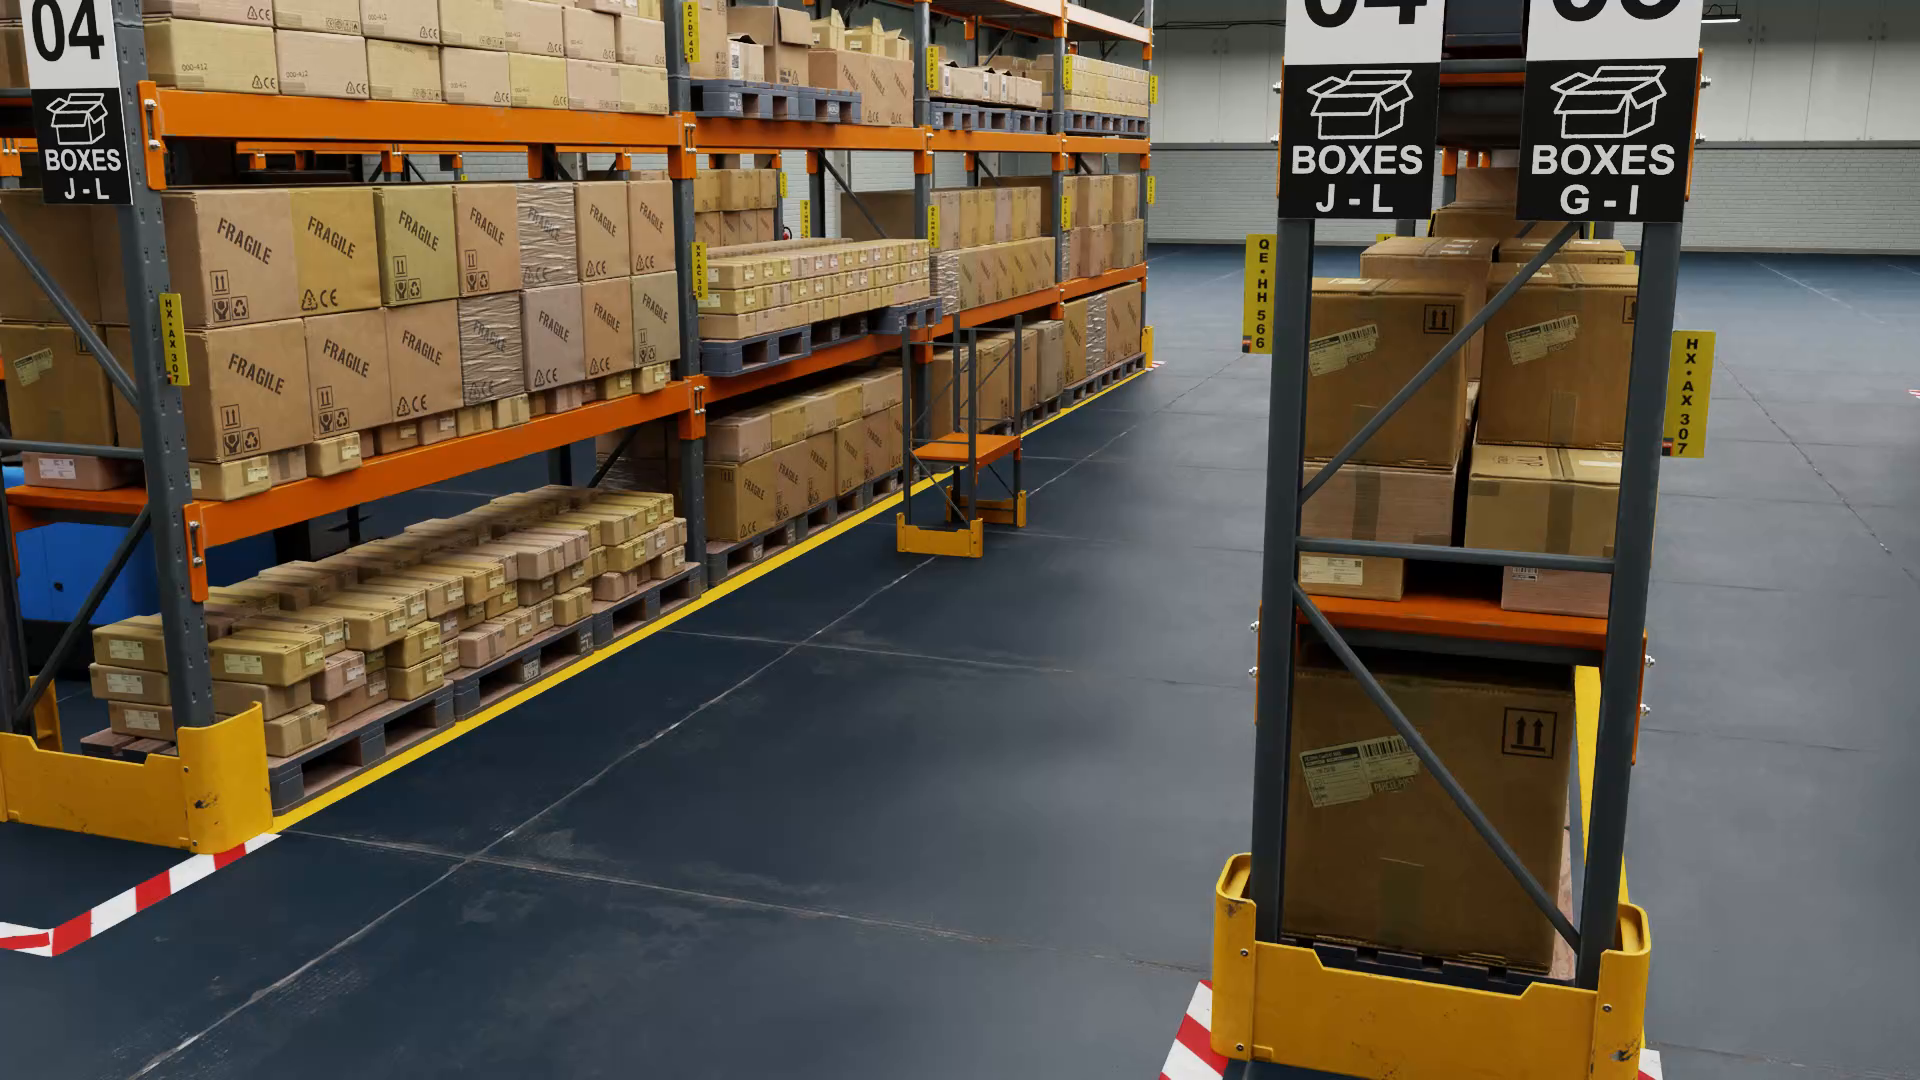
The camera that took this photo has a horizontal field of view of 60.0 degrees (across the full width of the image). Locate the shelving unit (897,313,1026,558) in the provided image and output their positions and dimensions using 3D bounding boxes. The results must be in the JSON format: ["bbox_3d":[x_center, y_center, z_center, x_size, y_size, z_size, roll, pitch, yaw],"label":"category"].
[{"bbox_3d":[0.025,-0.747,11.391,0.587,1.500,1.083,4,14,18],"label":"shelving unit"}]

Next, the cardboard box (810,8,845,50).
[{"bbox_3d":[-1.013,-3.524,11.501,0.396,0.266,0.258,4,14,18],"label":"cardboard box"}]

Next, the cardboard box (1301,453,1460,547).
[{"bbox_3d":[1.246,-0.146,5.056,0.500,0.250,0.500,4,13,17],"label":"cardboard box"}]

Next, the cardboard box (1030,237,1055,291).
[{"bbox_3d":[0.647,-2.778,16.692,0.500,0.500,0.500,4,14,18],"label":"cardboard box"}]

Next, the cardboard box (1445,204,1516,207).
[{"bbox_3d":[3.253,-1.744,9.908,0.797,0.503,0.637,5,14,20],"label":"cardboard box"}]

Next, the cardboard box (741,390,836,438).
[{"bbox_3d":[-1.198,-0.881,11.596,0.500,0.250,0.500,5,14,21],"label":"cardboard box"}]

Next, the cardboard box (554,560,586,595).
[{"bbox_3d":[-2.211,0.172,8.788,0.380,0.149,0.250,5,14,20],"label":"cardboard box"}]

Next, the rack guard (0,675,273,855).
[{"bbox_3d":[-3.296,0.871,6.547,1.175,0.500,0.348,4,14,18],"label":"rack guard"}]

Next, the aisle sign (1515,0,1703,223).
[{"bbox_3d":[1.601,-1.184,4.091,0.394,0.787,0.004,4,14,18],"label":"aisle sign"}]

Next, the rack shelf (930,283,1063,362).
[{"bbox_3d":[-0.085,-2.086,15.504,1.077,0.370,4.000,4,14,18],"label":"rack shelf"}]

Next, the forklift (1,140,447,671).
[{"bbox_3d":[-4.121,-1.041,9.462,1.130,2.935,3.031,4,13,15],"label":"forklift"}]

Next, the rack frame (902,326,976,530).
[{"bbox_3d":[-0.137,-0.642,10.931,0.500,1.500,0.032,4,14,18],"label":"rack frame"}]

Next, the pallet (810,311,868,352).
[{"bbox_3d":[-1.333,-1.503,11.761,1.003,0.211,1.213,4,14,18],"label":"pallet"}]

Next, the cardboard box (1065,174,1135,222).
[{"bbox_3d":[1.609,-4.102,19.956,0.875,0.550,0.550,4,14,18],"label":"cardboard box"}]

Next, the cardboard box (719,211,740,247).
[{"bbox_3d":[-3.106,-3.885,20.874,0.500,0.500,0.500,4,14,18],"label":"cardboard box"}]

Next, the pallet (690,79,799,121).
[{"bbox_3d":[-1.725,-2.667,10.112,1.213,0.211,1.003,4,14,18],"label":"pallet"}]

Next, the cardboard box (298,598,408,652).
[{"bbox_3d":[-2.651,0.367,7.264,0.380,0.149,0.250,4,14,18],"label":"cardboard box"}]

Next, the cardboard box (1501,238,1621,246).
[{"bbox_3d":[2.739,-1.117,7.623,0.500,0.500,0.500,5,14,20],"label":"cardboard box"}]

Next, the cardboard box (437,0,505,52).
[{"bbox_3d":[-2.427,-2.360,7.561,0.500,0.250,0.500,4,13,16],"label":"cardboard box"}]

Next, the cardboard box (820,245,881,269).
[{"bbox_3d":[-0.791,-2.037,11.957,0.380,0.149,0.250,4,14,18],"label":"cardboard box"}]

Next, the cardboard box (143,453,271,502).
[{"bbox_3d":[-2.905,-0.254,6.423,0.380,0.149,0.250,4,14,18],"label":"cardboard box"}]

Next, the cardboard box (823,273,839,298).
[{"bbox_3d":[-1.043,-1.727,11.267,0.380,0.149,0.250,4,13,17],"label":"cardboard box"}]

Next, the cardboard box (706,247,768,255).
[{"bbox_3d":[-1.573,-1.976,11.687,0.380,0.149,0.250,4,14,18],"label":"cardboard box"}]

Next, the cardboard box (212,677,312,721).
[{"bbox_3d":[-2.908,0.617,6.839,0.380,0.149,0.250,5,14,21],"label":"cardboard box"}]

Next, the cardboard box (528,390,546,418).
[{"bbox_3d":[-2.319,-0.699,8.372,0.380,0.149,0.250,4,13,18],"label":"cardboard box"}]

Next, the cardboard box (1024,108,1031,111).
[{"bbox_3d":[0.541,-4.659,17.814,0.380,0.149,0.250,5,14,19],"label":"cardboard box"}]

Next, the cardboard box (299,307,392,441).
[{"bbox_3d":[-2.764,-0.714,6.984,0.500,0.500,0.500,4,14,19],"label":"cardboard box"}]

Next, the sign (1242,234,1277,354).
[{"bbox_3d":[0.831,-0.675,4.570,0.100,0.325,0.005,4,14,18],"label":"sign"}]

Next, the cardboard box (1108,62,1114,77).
[{"bbox_3d":[1.494,-5.213,18.449,0.380,0.149,0.250,4,14,18],"label":"cardboard box"}]

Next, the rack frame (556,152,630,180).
[{"bbox_3d":[-4.154,-3.193,18.737,1.000,3.000,0.127,4,14,18],"label":"rack frame"}]

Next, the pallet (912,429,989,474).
[{"bbox_3d":[-0.405,-0.817,14.593,1.003,0.211,1.213,4,14,18],"label":"pallet"}]

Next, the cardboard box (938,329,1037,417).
[{"bbox_3d":[0.131,-1.626,15.983,1.050,0.750,0.750,4,14,18],"label":"cardboard box"}]

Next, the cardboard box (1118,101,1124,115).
[{"bbox_3d":[1.658,-4.932,19.010,0.380,0.149,0.250,4,14,19],"label":"cardboard box"}]

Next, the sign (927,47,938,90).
[{"bbox_3d":[-0.219,-3.691,13.015,0.100,0.325,0.005,4,14,18],"label":"sign"}]

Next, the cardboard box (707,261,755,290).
[{"bbox_3d":[-1.463,-1.596,10.022,0.380,0.149,0.250,5,14,21],"label":"cardboard box"}]

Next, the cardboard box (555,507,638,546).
[{"bbox_3d":[-2.014,-0.075,9.203,0.380,0.149,0.250,4,14,18],"label":"cardboard box"}]

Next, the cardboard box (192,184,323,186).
[{"bbox_3d":[-3.084,-1.344,7.494,0.500,0.500,0.500,5,14,21],"label":"cardboard box"}]

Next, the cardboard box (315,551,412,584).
[{"bbox_3d":[-2.921,0.163,8.157,0.380,0.149,0.250,4,13,17],"label":"cardboard box"}]

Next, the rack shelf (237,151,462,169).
[{"bbox_3d":[-8.205,-5.083,21.891,1.077,0.370,4.000,4,14,18],"label":"rack shelf"}]

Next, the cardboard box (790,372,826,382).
[{"bbox_3d":[-1.348,-1.133,12.699,0.500,0.250,0.500,4,14,18],"label":"cardboard box"}]

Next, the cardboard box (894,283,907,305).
[{"bbox_3d":[-0.621,-1.855,12.494,0.380,0.149,0.250,5,14,19],"label":"cardboard box"}]

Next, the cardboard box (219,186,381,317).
[{"bbox_3d":[-2.766,-1.195,6.842,0.500,0.500,0.500,5,14,20],"label":"cardboard box"}]

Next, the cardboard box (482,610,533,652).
[{"bbox_3d":[-2.360,0.440,8.283,0.380,0.149,0.250,4,14,18],"label":"cardboard box"}]

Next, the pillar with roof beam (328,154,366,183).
[{"bbox_3d":[-4.562,-6.925,21.606,9.100,9.000,0.400,4,14,18],"label":"pillar with roof beam"}]

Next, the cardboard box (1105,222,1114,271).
[{"bbox_3d":[1.322,-3.466,19.594,0.875,0.550,0.550,4,14,18],"label":"cardboard box"}]

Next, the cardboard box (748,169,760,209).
[{"bbox_3d":[-2.989,-4.487,21.267,0.700,0.500,0.500,4,14,19],"label":"cardboard box"}]

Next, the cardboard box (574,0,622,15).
[{"bbox_3d":[-1.984,-2.805,8.611,0.380,0.149,0.250,4,14,18],"label":"cardboard box"}]

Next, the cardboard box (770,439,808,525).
[{"bbox_3d":[-1.366,-0.408,11.207,0.500,0.500,0.500,5,14,21],"label":"cardboard box"}]

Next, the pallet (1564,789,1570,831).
[{"bbox_3d":[1.921,0.976,6.736,1.003,0.211,1.213,4,14,18],"label":"pallet"}]

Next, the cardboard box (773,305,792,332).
[{"bbox_3d":[-1.295,-1.417,10.576,0.380,0.149,0.250,4,14,19],"label":"cardboard box"}]

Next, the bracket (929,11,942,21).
[{"bbox_3d":[-0.669,-13.930,44.208,0.235,0.232,0.430,4,14,18],"label":"bracket"}]

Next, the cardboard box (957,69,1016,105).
[{"bbox_3d":[0.204,-4.146,15.201,0.500,0.311,0.500,4,13,16],"label":"cardboard box"}]

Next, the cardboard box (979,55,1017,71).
[{"bbox_3d":[0.379,-4.940,17.255,0.380,0.149,0.250,4,14,18],"label":"cardboard box"}]

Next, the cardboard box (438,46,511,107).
[{"bbox_3d":[-2.427,-2.125,7.652,0.500,0.250,0.500,4,14,18],"label":"cardboard box"}]

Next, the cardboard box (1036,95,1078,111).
[{"bbox_3d":[1.002,-4.504,17.134,0.380,0.149,0.250,4,13,17],"label":"cardboard box"}]

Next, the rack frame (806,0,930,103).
[{"bbox_3d":[-0.732,-4.941,12.911,1.000,3.000,0.127,4,14,18],"label":"rack frame"}]

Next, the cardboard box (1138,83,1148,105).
[{"bbox_3d":[1.963,-5.365,20.011,0.500,0.250,0.500,5,14,19],"label":"cardboard box"}]

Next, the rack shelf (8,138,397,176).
[{"bbox_3d":[-6.095,-3.042,12.949,1.077,0.370,4.000,4,14,18],"label":"rack shelf"}]
